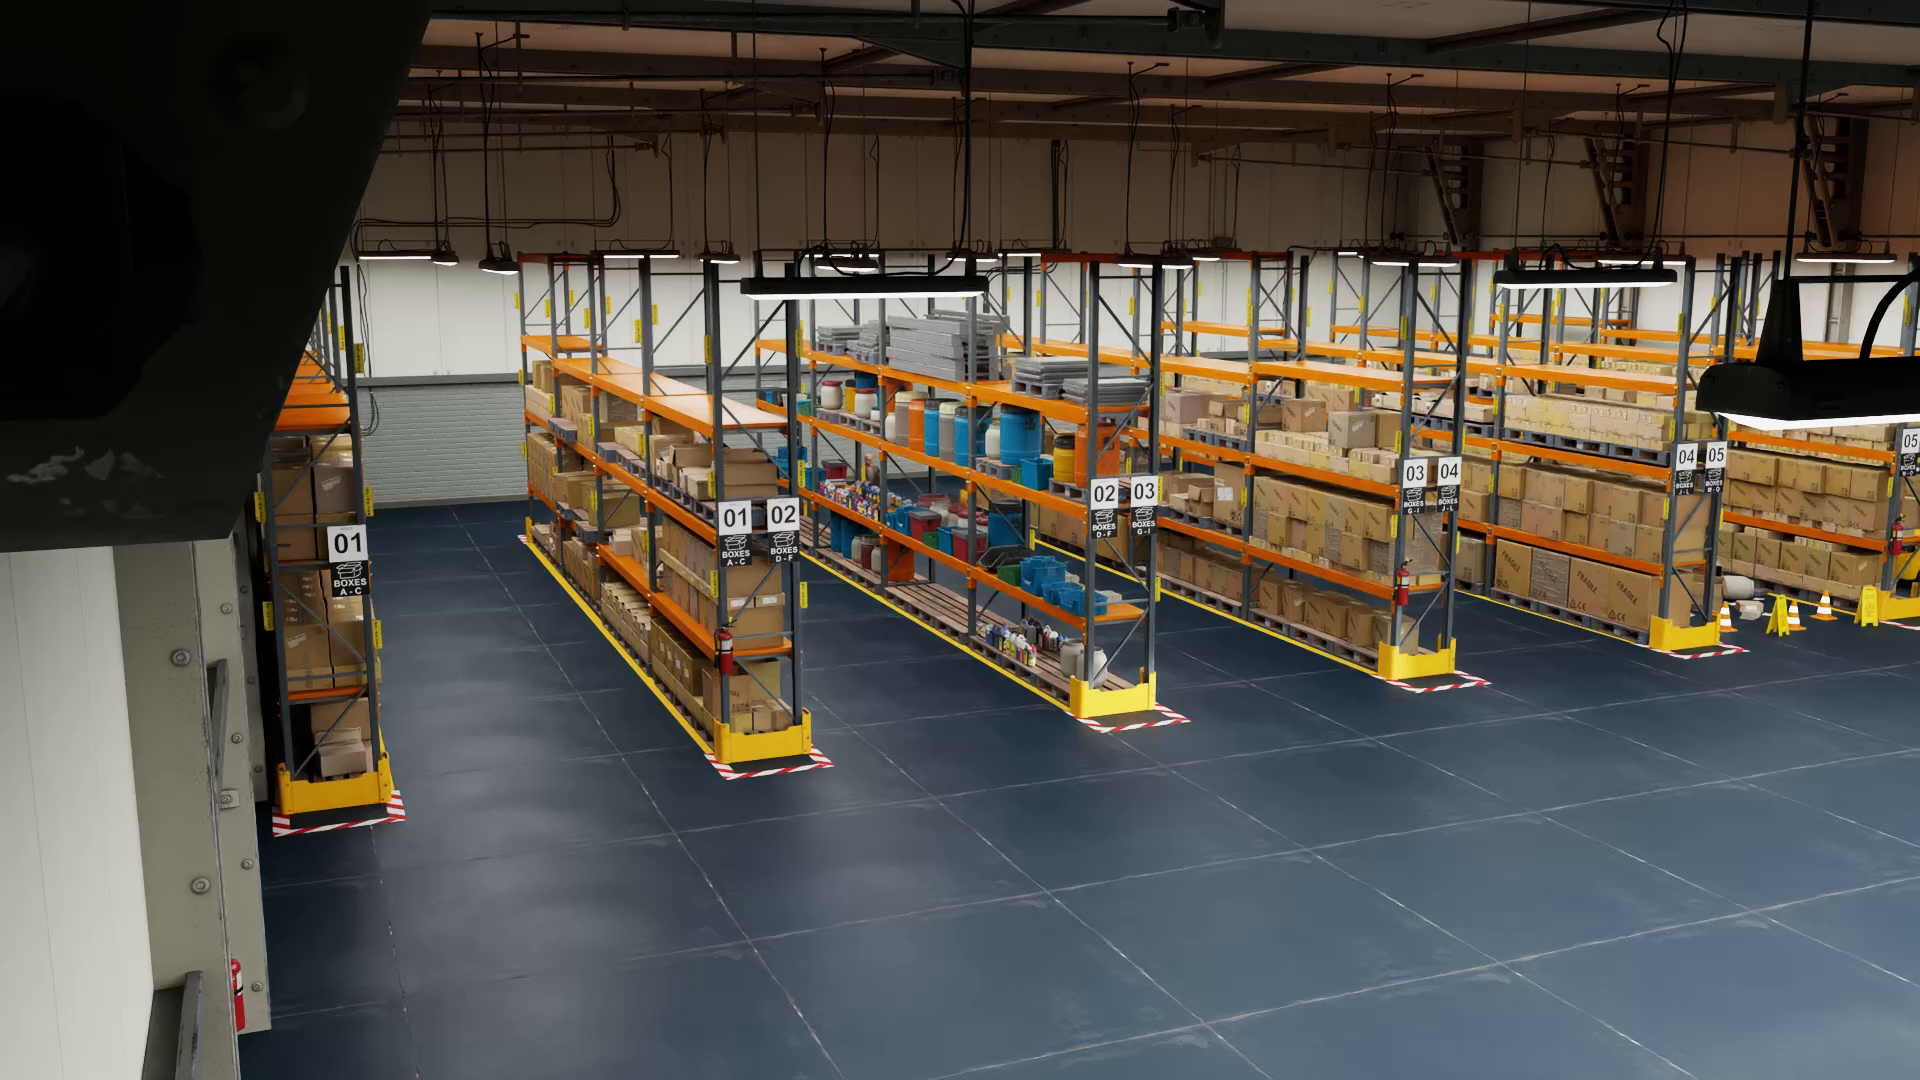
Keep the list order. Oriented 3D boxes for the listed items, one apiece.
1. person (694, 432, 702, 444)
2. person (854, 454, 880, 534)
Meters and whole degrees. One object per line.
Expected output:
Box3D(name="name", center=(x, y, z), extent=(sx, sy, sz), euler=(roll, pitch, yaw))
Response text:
Box3D(name="person", center=(-6.229, -1.625, 39.490), extent=(1.174, 1.511, 0.578), euler=(5, 12, 27))
Box3D(name="person", center=(-1.908, -0.977, 35.426), extent=(0.614, 1.718, 1.115), euler=(-5, 12, -27))
